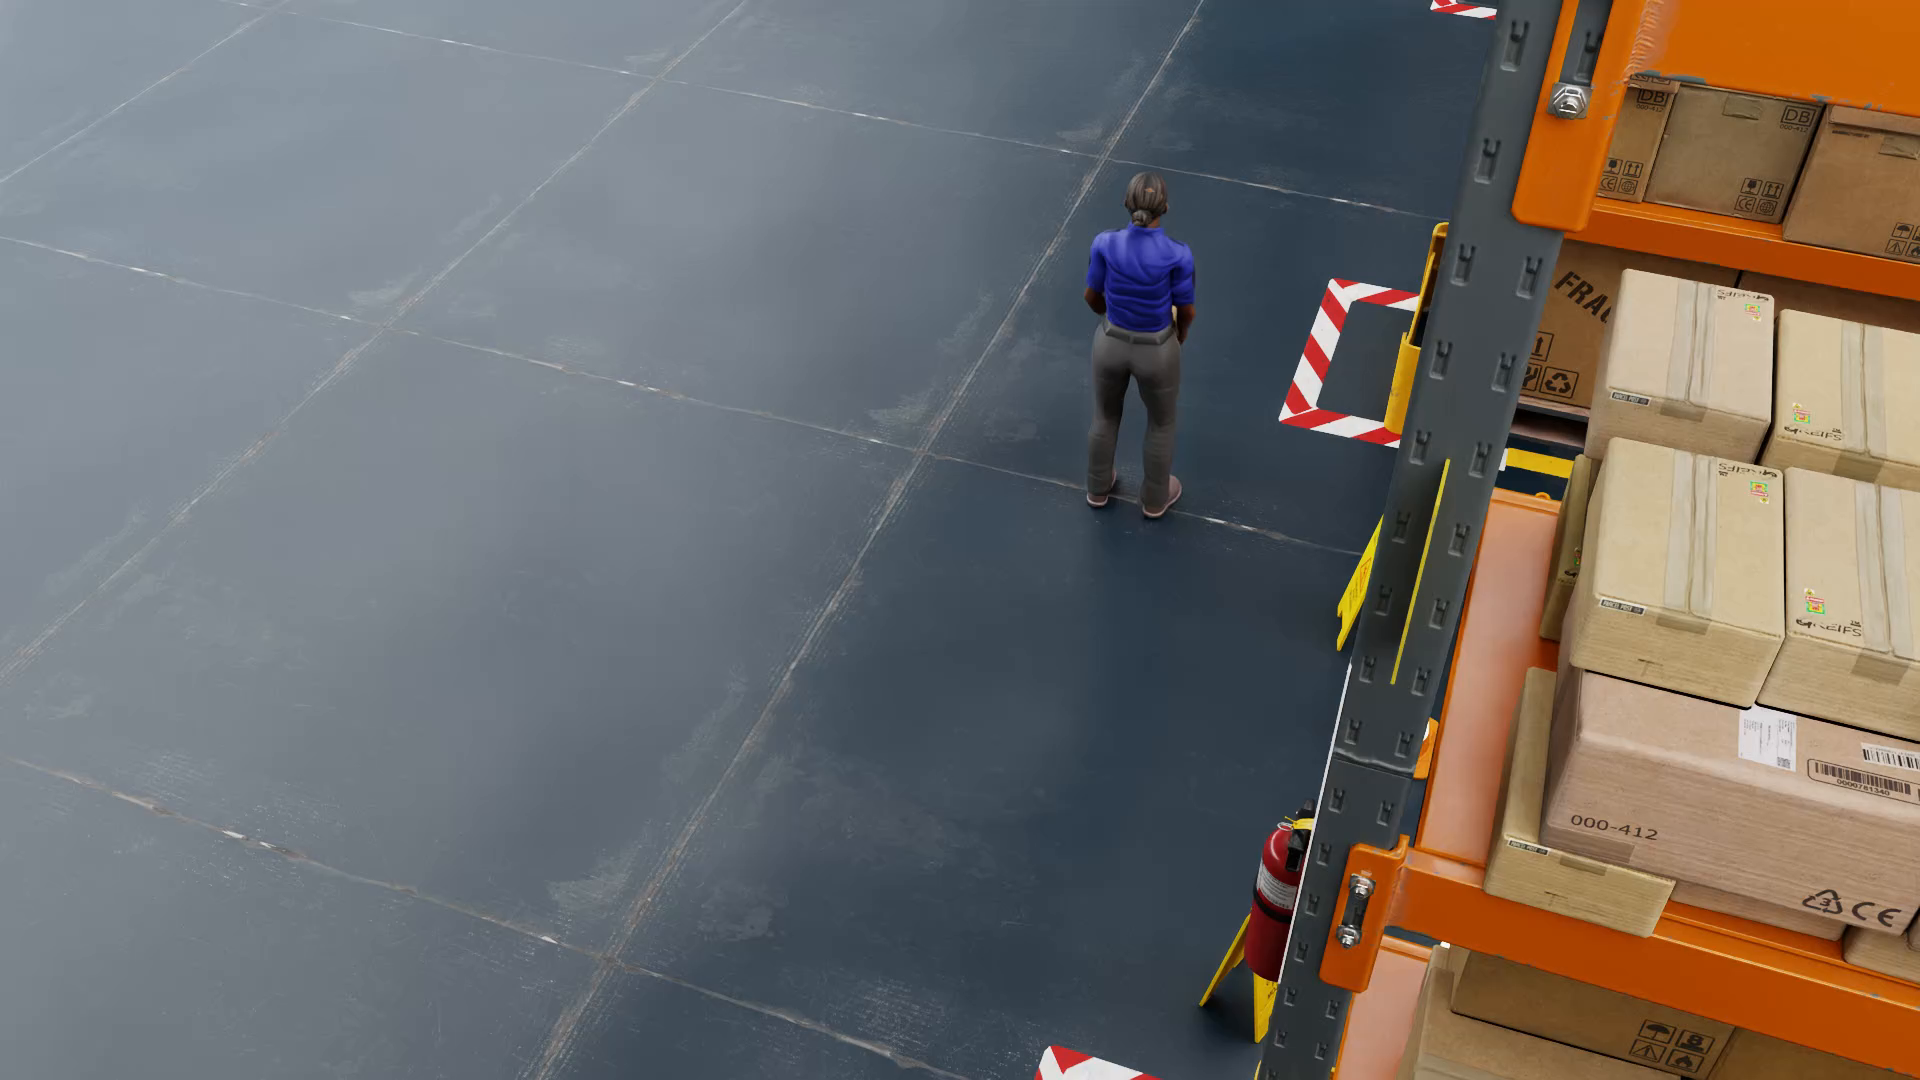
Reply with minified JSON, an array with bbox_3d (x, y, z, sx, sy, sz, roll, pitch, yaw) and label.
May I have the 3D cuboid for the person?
[{"bbox_3d":[0.763,-0.831,7.089,0.481,1.662,0.391,13,43,14],"label":"person"}]
